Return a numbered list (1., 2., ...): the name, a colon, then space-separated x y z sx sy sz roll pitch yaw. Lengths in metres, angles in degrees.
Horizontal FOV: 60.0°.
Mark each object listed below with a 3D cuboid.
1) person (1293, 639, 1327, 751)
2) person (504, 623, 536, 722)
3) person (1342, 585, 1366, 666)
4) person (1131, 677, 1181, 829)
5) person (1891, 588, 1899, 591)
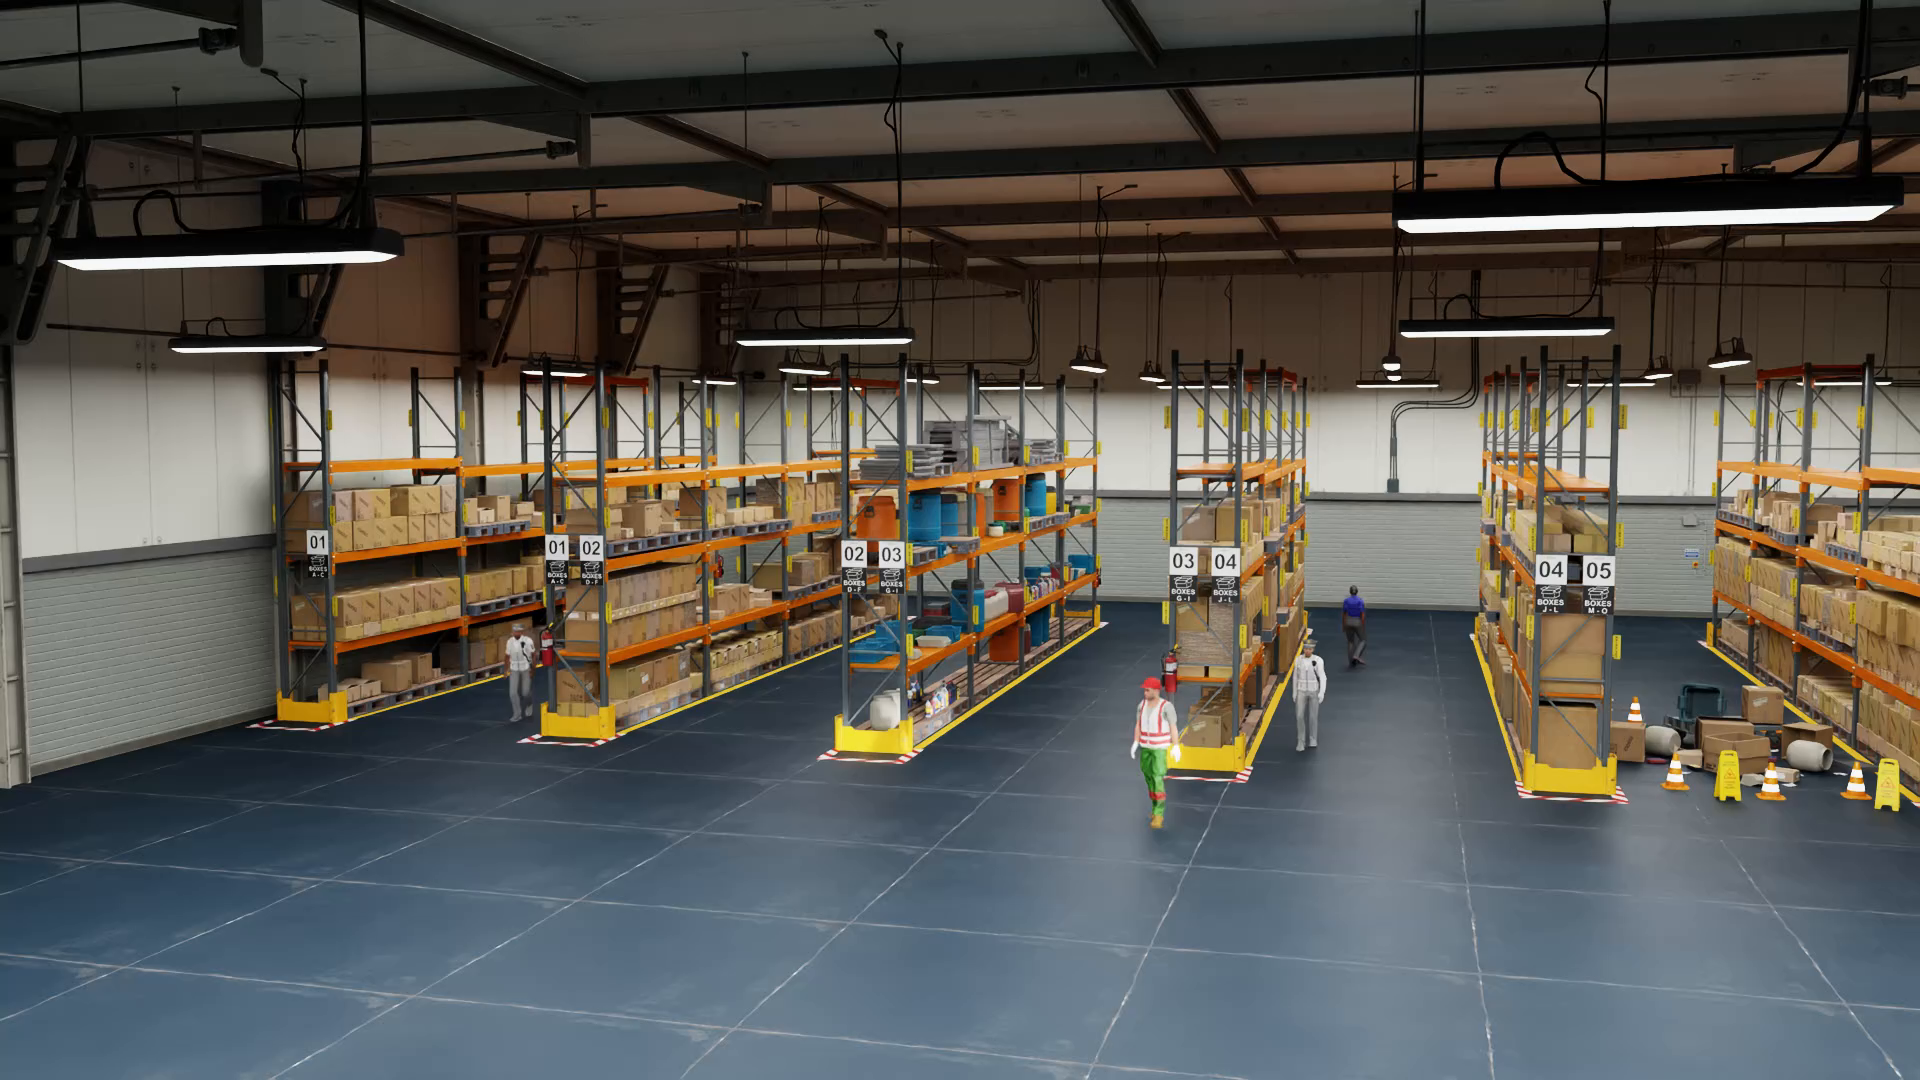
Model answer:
1. person: 5.323 2.365 25.370 0.528 1.723 0.517 2 4 21
2. person: -7.342 2.187 27.841 0.540 1.658 0.534 0 4 6
3. person: 8.020 1.748 33.835 0.511 1.656 0.484 2 5 26
4. person: 2.379 2.620 20.738 0.623 1.791 0.639 4 6 42
5. person: 21.496 1.445 37.924 0.802 1.644 0.451 0 4 -4
